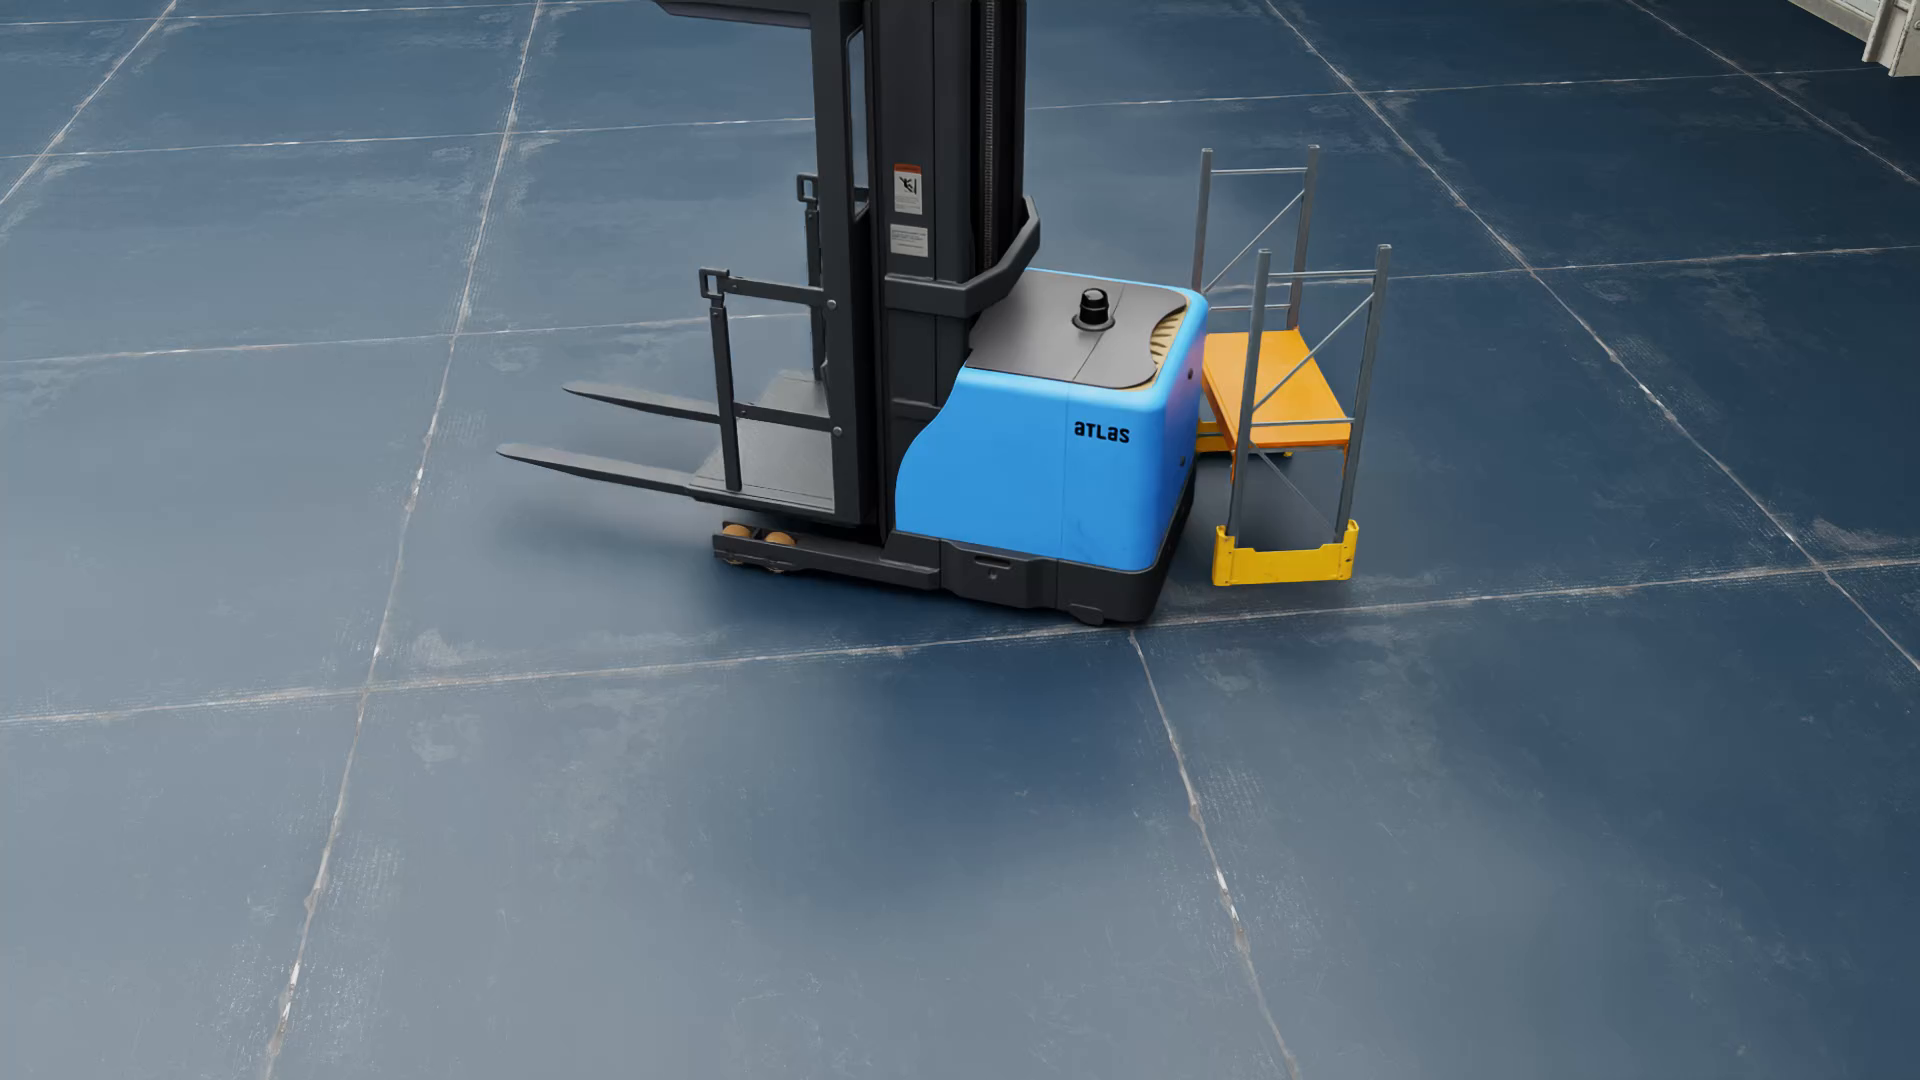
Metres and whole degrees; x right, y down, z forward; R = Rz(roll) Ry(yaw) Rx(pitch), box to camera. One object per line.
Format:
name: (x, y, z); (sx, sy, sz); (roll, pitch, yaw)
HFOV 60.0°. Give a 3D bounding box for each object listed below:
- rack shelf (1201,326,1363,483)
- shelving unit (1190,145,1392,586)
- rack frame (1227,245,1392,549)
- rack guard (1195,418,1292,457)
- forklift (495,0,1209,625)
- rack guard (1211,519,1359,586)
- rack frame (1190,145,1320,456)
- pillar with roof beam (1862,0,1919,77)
rack shelf: (1.312, -0.598, 7.116); (0.538, 0.185, 1.000); (-3, 34, -4)
shelving unit: (1.313, -0.742, 7.007); (0.587, 1.500, 1.083); (-3, 34, -4)
rack frame: (1.356, -0.462, 6.596); (0.500, 1.500, 0.032); (-3, 34, -4)
rack guard: (1.270, -0.505, 7.769); (0.587, 0.250, 0.087); (-3, 34, -4)
forklift: (-0.538, -1.347, 6.624); (3.031, 2.935, 1.130); (10, 36, 14)
rack guard: (1.355, 0.054, 6.949); (0.587, 0.250, 0.087); (-3, 34, -4)
rack frame: (1.269, -1.032, 7.433); (0.500, 1.500, 0.032); (-3, 34, -4)
pillar with roof beam: (2.736, -6.932, 9.431); (9.100, 9.000, 0.400); (-4, 35, -6)
